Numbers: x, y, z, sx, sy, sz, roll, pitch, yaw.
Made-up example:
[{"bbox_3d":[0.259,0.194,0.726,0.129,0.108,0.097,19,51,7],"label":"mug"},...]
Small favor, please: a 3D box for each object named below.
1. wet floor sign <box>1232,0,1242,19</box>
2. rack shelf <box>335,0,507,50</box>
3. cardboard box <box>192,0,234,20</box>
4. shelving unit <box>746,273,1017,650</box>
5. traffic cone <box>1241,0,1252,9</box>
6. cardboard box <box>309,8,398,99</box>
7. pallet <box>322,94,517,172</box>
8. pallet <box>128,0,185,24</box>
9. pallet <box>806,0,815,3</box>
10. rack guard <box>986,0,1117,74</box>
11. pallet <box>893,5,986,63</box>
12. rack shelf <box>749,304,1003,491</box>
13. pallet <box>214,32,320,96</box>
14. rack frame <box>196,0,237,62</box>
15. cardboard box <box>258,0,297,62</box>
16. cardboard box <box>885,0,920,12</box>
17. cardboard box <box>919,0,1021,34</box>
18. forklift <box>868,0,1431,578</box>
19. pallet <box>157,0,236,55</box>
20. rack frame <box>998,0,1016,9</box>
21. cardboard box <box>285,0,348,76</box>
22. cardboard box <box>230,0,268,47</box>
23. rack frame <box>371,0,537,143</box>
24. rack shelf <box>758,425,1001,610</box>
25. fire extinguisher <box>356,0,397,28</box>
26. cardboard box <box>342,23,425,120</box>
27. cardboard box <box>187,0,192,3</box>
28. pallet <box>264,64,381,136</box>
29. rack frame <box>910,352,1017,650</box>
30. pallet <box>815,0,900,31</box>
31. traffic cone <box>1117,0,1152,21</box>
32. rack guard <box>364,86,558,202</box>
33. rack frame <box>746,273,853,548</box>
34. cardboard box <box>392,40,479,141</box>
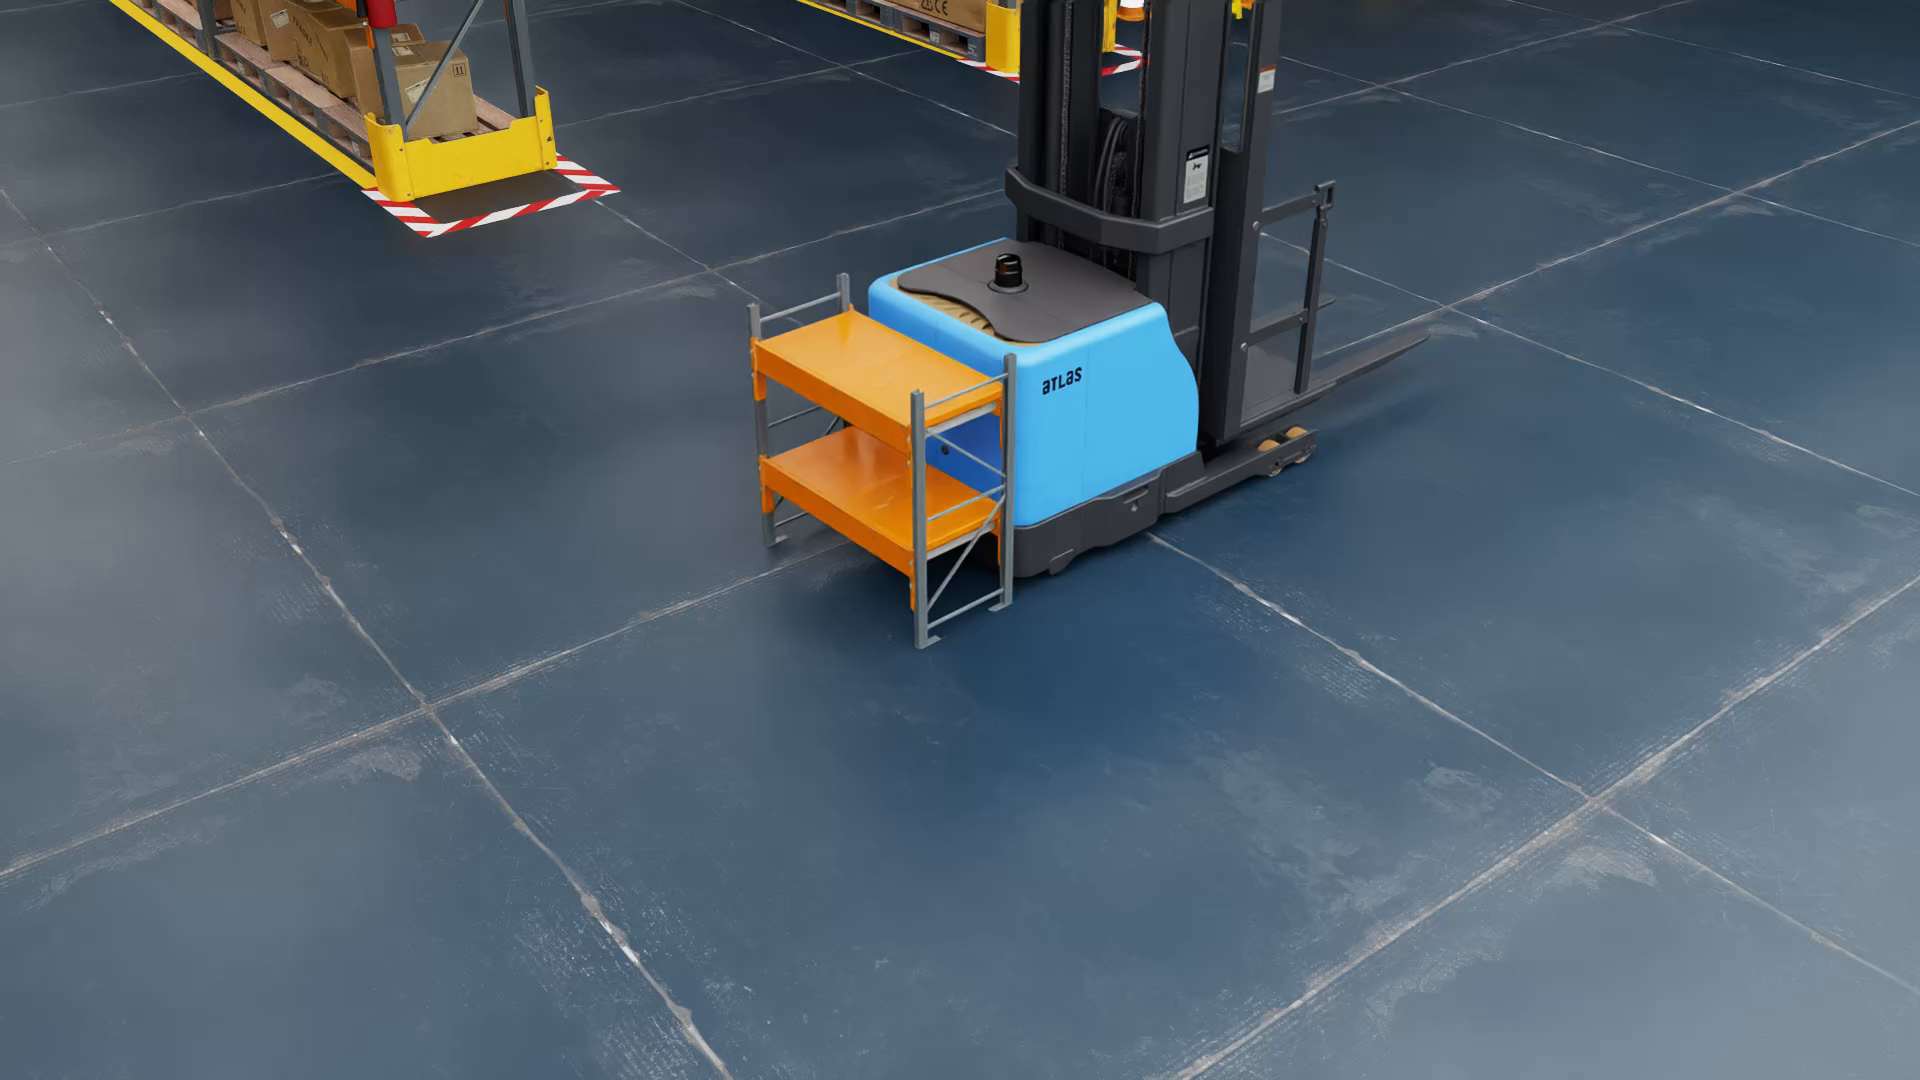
[{"bbox_3d":[2.315,-4.869,14.477,0.232,0.644,0.267,26,40,35],"label":"wet floor sign"},{"bbox_3d":[-4.473,-4.206,11.860,1.077,0.370,4.000,-22,38,-31],"label":"rack shelf"},{"bbox_3d":[-6.059,-4.733,13.979,0.700,0.500,0.500,-26,40,-35],"label":"cardboard box"},{"bbox_3d":[-0.319,-0.337,6.727,0.538,1.125,1.048,-25,40,-34],"label":"shelving unit"},{"bbox_3d":[2.630,-5.067,14.970,0.336,0.463,0.334,-22,38,-31],"label":"traffic cone"},{"bbox_3d":[-4.379,-3.565,12.118,0.500,0.500,0.500,-19,36,-27],"label":"cardboard box"},{"bbox_3d":[-3.764,-2.875,11.679,1.003,0.211,1.213,-22,38,-31],"label":"pallet"},{"bbox_3d":[-6.931,-4.993,15.089,1.003,0.211,1.213,-22,38,-31],"label":"pallet"},{"bbox_3d":[-1.315,-5.381,15.713,1.003,0.211,1.213,-22,38,-31],"label":"pallet"},{"bbox_3d":[0.748,-4.168,13.488,1.175,0.500,0.348,-22,38,-31],"label":"rack guard"},{"bbox_3d":[0.181,-4.364,14.076,1.003,0.211,1.213,-22,38,-31],"label":"pallet"},{"bbox_3d":[-0.319,-0.586,6.573,0.538,0.278,1.000,-25,40,-34],"label":"rack shelf"},{"bbox_3d":[-5.260,-3.892,13.316,1.003,0.211,1.213,-22,38,-31],"label":"pallet"},{"bbox_3d":[-5.700,-5.345,13.012,1.000,3.000,0.127,-22,38,-31],"label":"rack frame"},{"bbox_3d":[-5.129,-4.045,12.892,0.500,0.500,0.500,-11,33,-16],"label":"cardboard box"},{"bbox_3d":[-0.276,-5.143,14.304,0.875,0.875,0.875,-23,39,-32],"label":"cardboard box"},{"bbox_3d":[0.265,-4.777,13.715,0.875,0.875,0.875,-22,38,-31],"label":"cardboard box"},{"bbox_3d":[1.049,-1.732,7.260,3.031,2.935,1.130,-24,39,-33],"label":"forklift"},{"bbox_3d":[-6.178,-4.484,14.270,1.003,0.211,1.213,-22,38,-31],"label":"pallet"},{"bbox_3d":[0.733,-5.240,12.844,1.000,3.000,0.127,-22,38,-31],"label":"rack frame"},{"bbox_3d":[-4.686,-3.812,12.516,0.500,0.500,0.500,-26,40,-35],"label":"cardboard box"},{"bbox_3d":[-5.486,-4.282,13.272,0.500,0.500,0.500,-24,39,-33],"label":"cardboard box"},{"bbox_3d":[-3.247,-3.678,10.328,1.000,3.000,0.127,-22,38,-31],"label":"rack frame"},{"bbox_3d":[-0.319,-0.130,6.856,0.538,0.278,1.000,-25,40,-34],"label":"rack shelf"},{"bbox_3d":[-3.541,-3.448,10.032,0.296,0.674,0.183,-22,38,-31],"label":"fire extinguisher"},{"bbox_3d":[-4.010,-3.298,11.688,0.500,0.500,0.500,-12,34,-19],"label":"cardboard box"},{"bbox_3d":[-6.337,-4.938,14.309,0.700,0.500,0.500,-23,38,-32],"label":"cardboard box"},{"bbox_3d":[-4.508,-3.383,12.497,1.003,0.211,1.213,-22,38,-31],"label":"pallet"},{"bbox_3d":[0.018,-0.136,6.404,0.500,1.125,0.032,-25,40,-34],"label":"rack frame"},{"bbox_3d":[-0.563,-4.872,14.894,1.003,0.211,1.213,-22,38,-31],"label":"pallet"},{"bbox_3d":[1.529,-4.843,14.610,0.336,0.463,0.334,-22,38,-31],"label":"traffic cone"},{"bbox_3d":[-3.294,-2.648,11.039,1.175,0.500,0.348,-22,38,-31],"label":"rack guard"},{"bbox_3d":[-0.656,-0.538,7.051,0.500,1.125,0.032,-25,40,-34],"label":"rack frame"},{"bbox_3d":[-3.617,-3.060,11.305,0.500,0.500,0.500,-15,35,-23],"label":"cardboard box"}]
